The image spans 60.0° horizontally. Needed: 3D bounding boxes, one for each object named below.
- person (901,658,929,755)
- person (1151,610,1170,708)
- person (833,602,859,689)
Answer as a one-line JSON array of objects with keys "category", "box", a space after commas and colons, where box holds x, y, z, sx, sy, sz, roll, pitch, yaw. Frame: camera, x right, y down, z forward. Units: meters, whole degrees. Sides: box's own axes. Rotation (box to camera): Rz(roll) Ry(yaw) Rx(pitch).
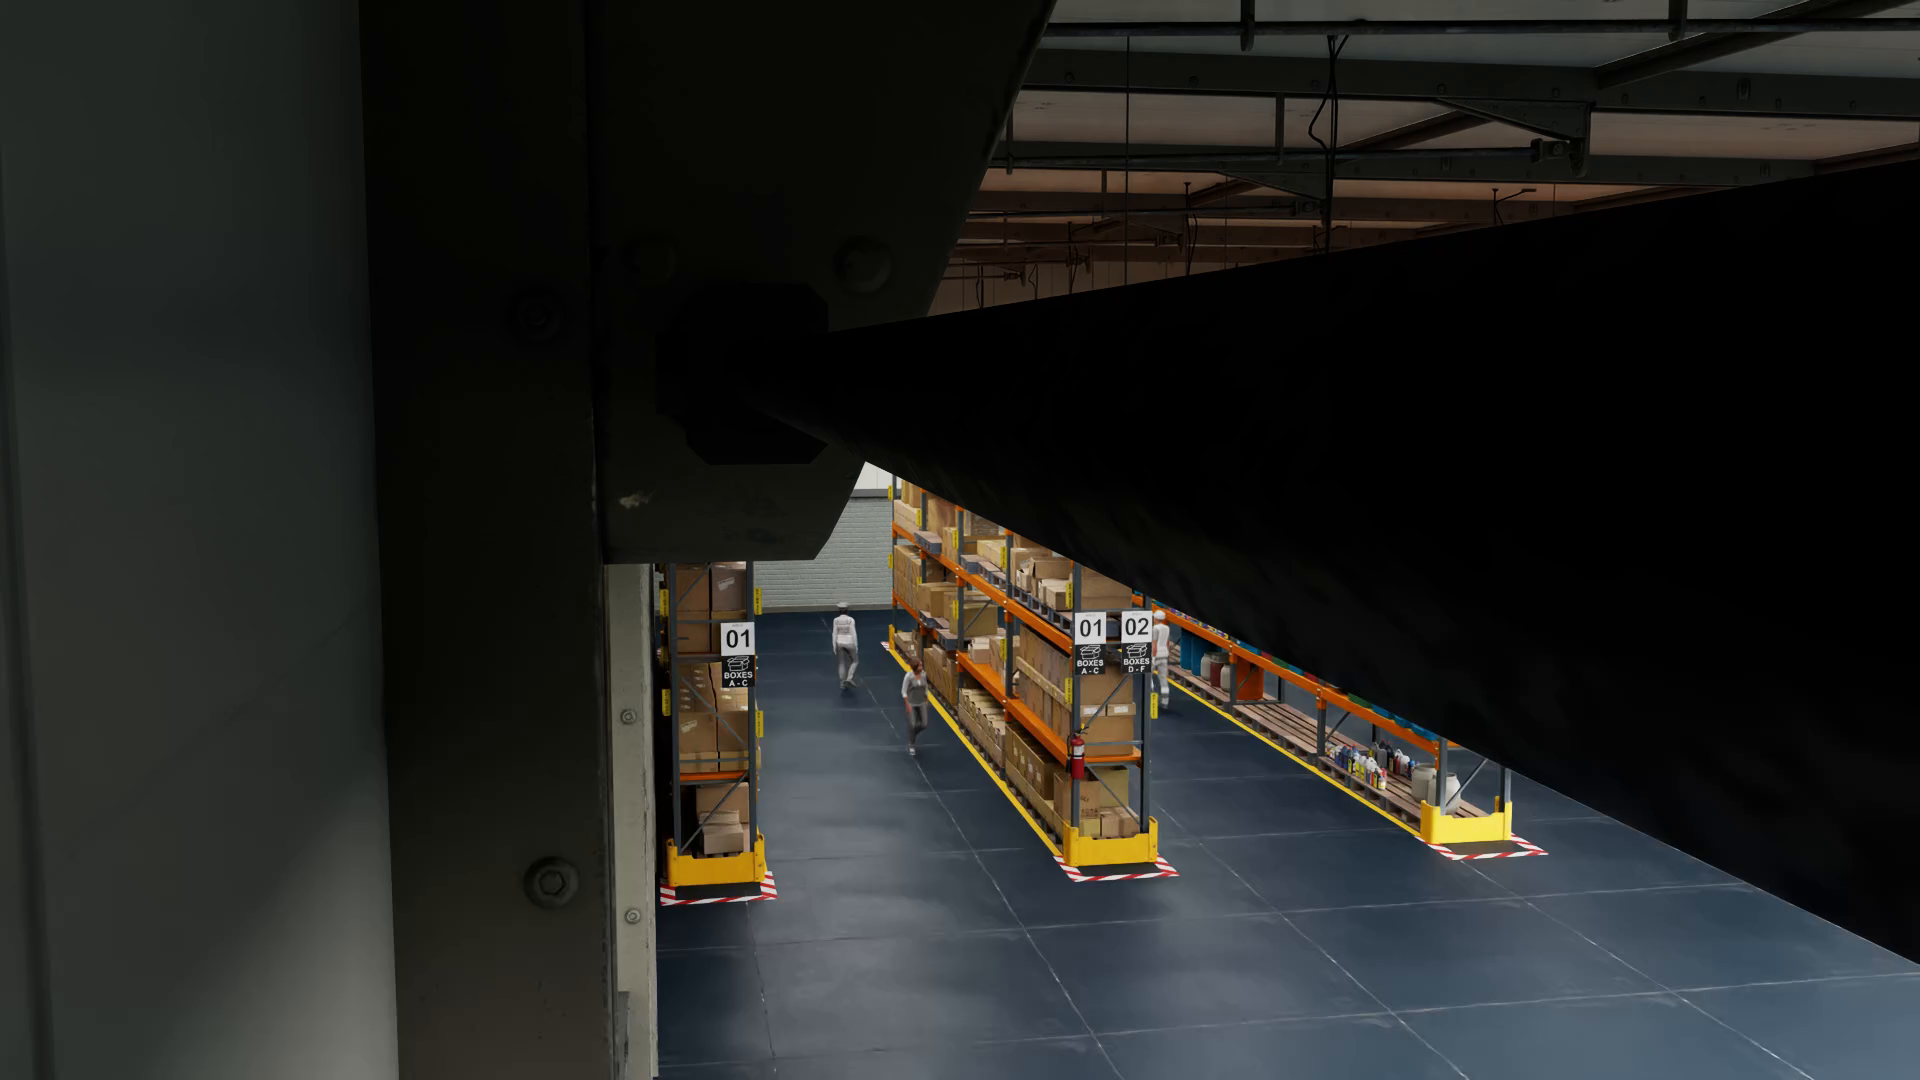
[{"category": "person", "box": [-0.738, 2.659, 26.804, 0.488, 1.588, 0.484, -3, 7, -25]}, {"category": "person", "box": [3.631, 2.162, 30.328, 0.546, 1.783, 0.536, -4, 7, -30]}, {"category": "person", "box": [-2.213, 2.040, 32.030, 0.514, 1.677, 0.415, 2, 6, 18]}]
